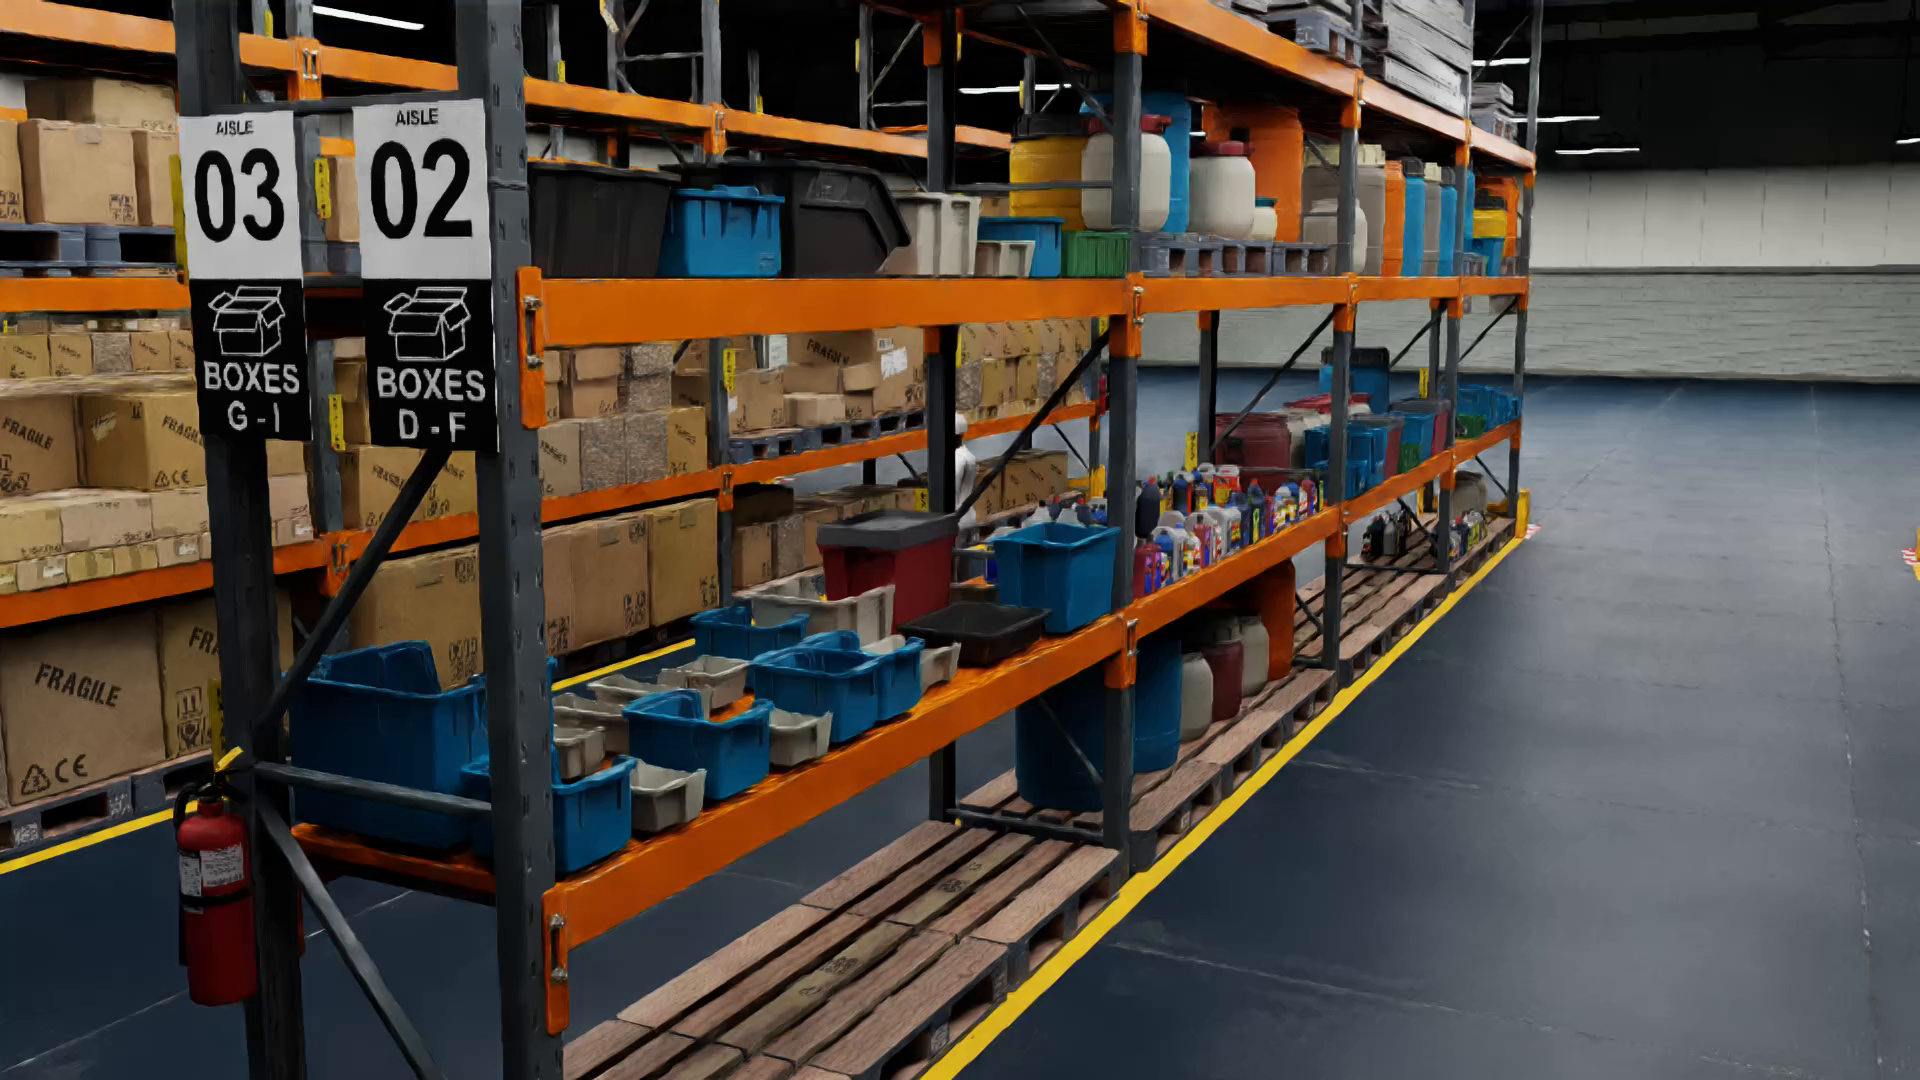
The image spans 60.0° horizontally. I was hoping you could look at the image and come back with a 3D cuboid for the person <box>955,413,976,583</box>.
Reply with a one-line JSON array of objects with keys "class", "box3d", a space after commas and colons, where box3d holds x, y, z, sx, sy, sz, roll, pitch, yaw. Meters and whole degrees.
[{"class": "person", "box3d": [-0.098, -0.086, 12.681, 0.444, 1.769, 0.688, 2, 9, 13]}]
